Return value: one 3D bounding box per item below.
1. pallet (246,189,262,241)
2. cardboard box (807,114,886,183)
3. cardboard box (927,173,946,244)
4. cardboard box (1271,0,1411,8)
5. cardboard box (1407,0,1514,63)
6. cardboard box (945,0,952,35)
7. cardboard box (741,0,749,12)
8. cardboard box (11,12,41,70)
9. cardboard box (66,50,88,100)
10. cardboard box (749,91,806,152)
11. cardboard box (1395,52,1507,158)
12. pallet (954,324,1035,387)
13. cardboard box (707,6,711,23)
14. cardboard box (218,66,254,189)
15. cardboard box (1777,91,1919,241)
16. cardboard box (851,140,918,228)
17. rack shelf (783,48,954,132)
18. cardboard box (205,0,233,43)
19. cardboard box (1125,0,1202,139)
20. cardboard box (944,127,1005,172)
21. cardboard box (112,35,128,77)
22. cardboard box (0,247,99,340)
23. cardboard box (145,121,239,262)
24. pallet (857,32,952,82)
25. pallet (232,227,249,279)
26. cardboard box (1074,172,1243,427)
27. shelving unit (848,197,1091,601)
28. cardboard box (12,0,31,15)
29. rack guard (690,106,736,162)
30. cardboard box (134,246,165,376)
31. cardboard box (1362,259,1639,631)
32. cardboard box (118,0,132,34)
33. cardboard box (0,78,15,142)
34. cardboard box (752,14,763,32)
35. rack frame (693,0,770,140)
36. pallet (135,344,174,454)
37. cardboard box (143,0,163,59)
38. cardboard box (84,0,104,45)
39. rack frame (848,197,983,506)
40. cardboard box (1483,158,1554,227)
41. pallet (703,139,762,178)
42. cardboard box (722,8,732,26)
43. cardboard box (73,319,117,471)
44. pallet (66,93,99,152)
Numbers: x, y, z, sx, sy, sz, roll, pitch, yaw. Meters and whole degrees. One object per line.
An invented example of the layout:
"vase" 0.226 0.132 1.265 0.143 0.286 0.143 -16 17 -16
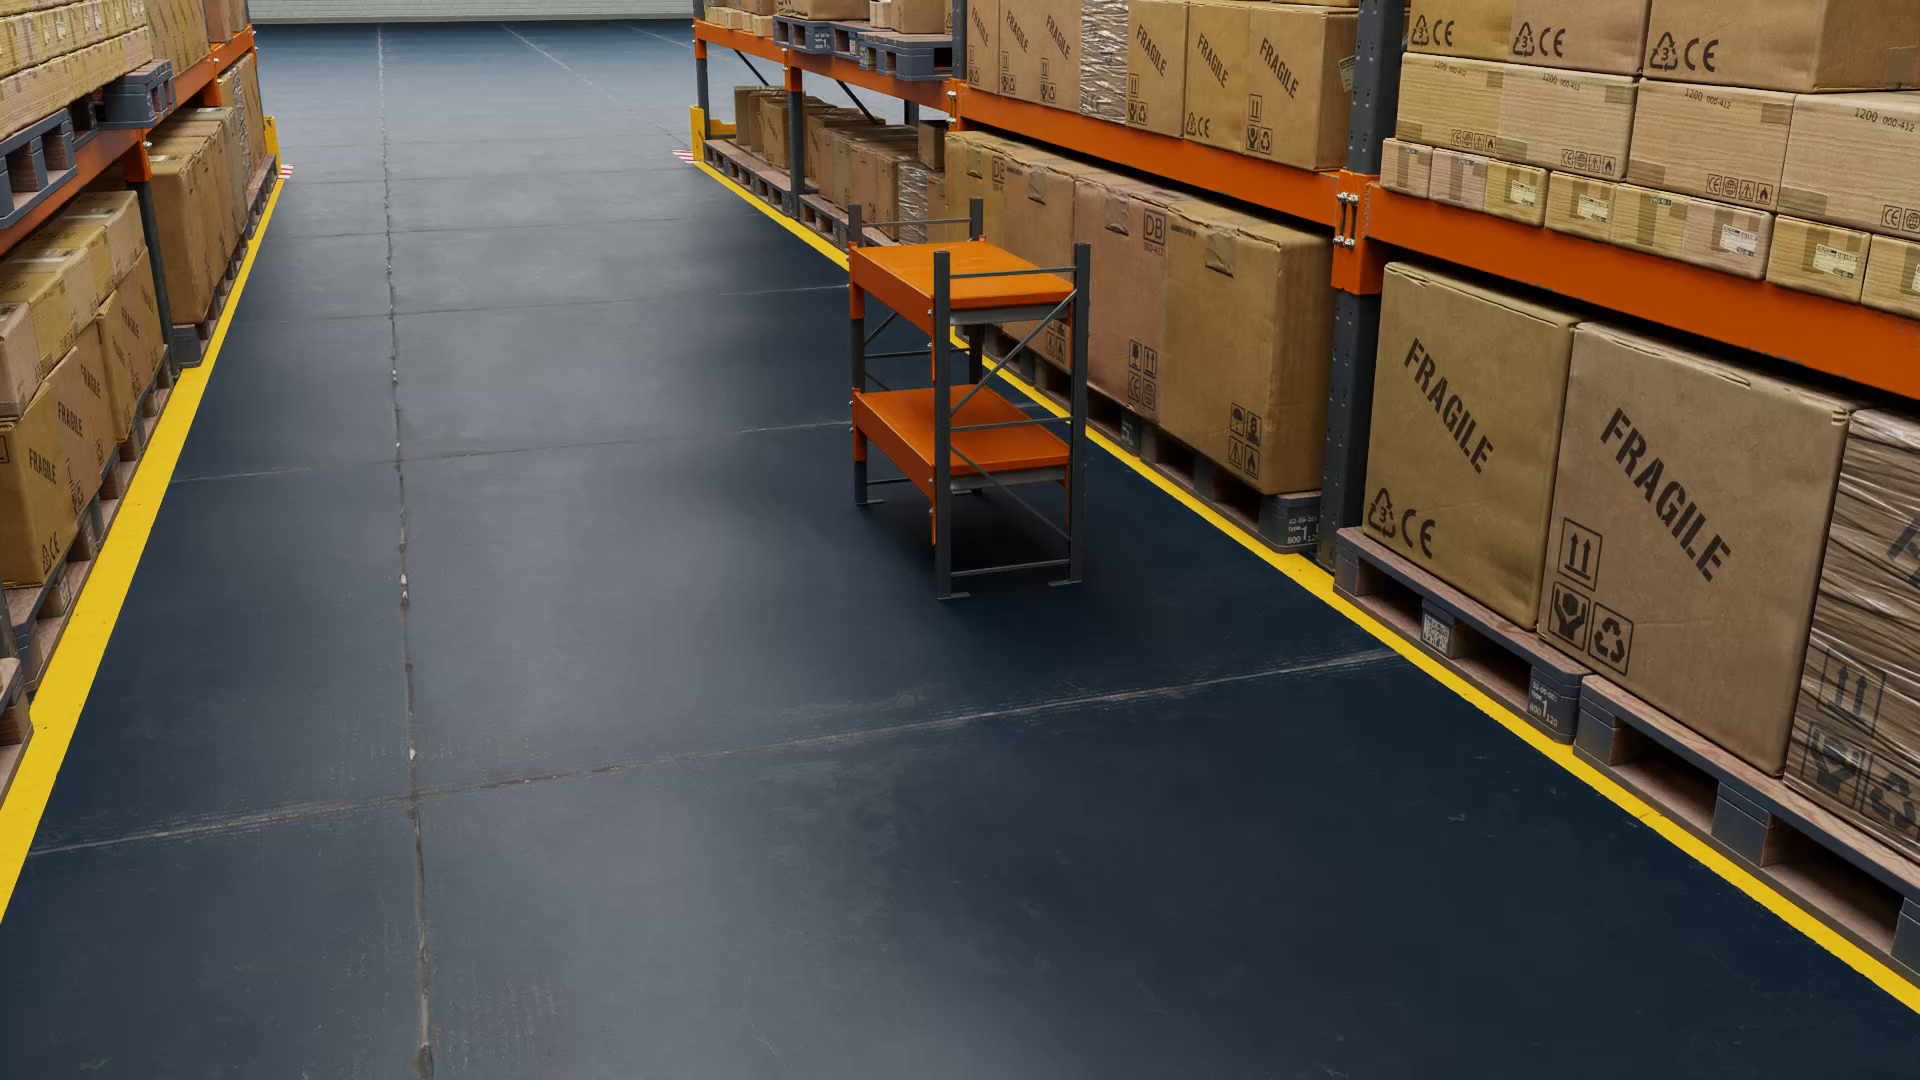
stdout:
"pallet" -5.711 -2.376 12.219 1.003 0.211 1.213 -6 21 -17
"cardboard box" -0.894 -3.084 13.143 0.500 0.500 0.500 -7 21 -19
"cardboard box" 0.222 -1.890 9.789 0.700 0.500 0.500 -8 21 -20
"cardboard box" 1.500 -2.087 5.657 0.797 0.503 0.637 -7 21 -19
"cardboard box" 1.616 -1.605 4.620 0.500 0.500 0.500 -6 21 -17
"cardboard box" 0.243 -3.061 9.231 0.500 0.500 0.500 -9 22 -24
"cardboard box" -1.383 -4.747 14.108 0.875 0.500 0.500 -6 21 -17
"cardboard box" -2.884 -1.429 4.769 0.380 0.149 0.250 -6 21 -16
"cardboard box" -3.135 -1.542 5.522 0.380 0.149 0.250 -7 21 -18
"cardboard box" -1.663 -3.845 15.261 0.500 0.500 0.500 -1 20 -3
"cardboard box" 1.607 -1.254 4.753 0.500 0.250 0.500 -7 21 -18
"pallet" 0.627 -1.074 8.593 1.003 0.211 1.213 -6 21 -17
"cardboard box" -2.140 -4.897 15.484 0.380 0.149 0.250 -6 21 -17
"cardboard box" -5.965 -3.132 12.720 0.875 0.875 0.875 -6 21 -17
"cardboard box" 2.075 -0.769 3.403 0.500 0.250 0.500 -6 21 -17
"cardboard box" -0.325 -2.427 11.284 0.700 0.500 0.500 -8 21 -22
"rack shelf" -0.178 -2.950 10.757 1.077 0.370 4.000 -6 21 -17
"cardboard box" -5.926 -3.984 12.348 0.875 0.550 0.550 -6 21 -17
"cardboard box" 0.982 -1.858 6.504 0.500 0.500 0.500 -7 21 -18
"cardboard box" 0.212 -2.242 9.660 0.500 0.250 0.500 -6 20 -15
"cardboard box" -3.465 -1.880 6.463 0.380 0.149 0.250 -7 21 -18
"cardboard box" -3.339 -0.843 5.793 0.500 0.250 0.500 -6 20 -15
"cardboard box" -4.966 -2.075 9.964 1.050 0.750 0.750 -6 21 -17
"pallet" 0.126 -2.774 9.486 1.213 0.211 1.003 -6 21 -17
"pallet" -5.232 -1.884 10.850 1.003 0.211 1.213 -6 21 -17
"cardboard box" 1.207 -1.051 6.927 1.225 0.875 0.875 -7 21 -19
"shelving unit" 0.002 -0.527 5.720 0.538 1.125 1.048 -6 21 -17
"cardboard box" -2.891 -1.575 4.734 0.380 0.149 0.250 -6 21 -17
"rack guard" -2.039 -4.013 16.351 1.175 0.500 0.348 -6 21 -17
"cardboard box" -3.834 -0.990 7.313 0.500 0.500 0.500 -6 21 -17
"cardboard box" 1.840 -0.341 4.950 0.875 0.875 0.875 -6 21 -17
"cardboard box" -3.531 -2.092 6.614 0.380 0.149 0.250 -6 21 -16
"cardboard box" -2.719 -1.123 4.357 0.380 0.149 0.250 -7 21 -20
"cardboard box" -1.499 -4.257 13.701 0.380 0.149 0.250 -6 21 -17
"rack frame" -2.063 -5.214 15.996 1.000 3.000 0.127 -6 21 -17
"pallet" -4.045 -0.589 7.244 1.003 0.211 1.213 -6 21 -17
"cardboard box" -4.337 -2.535 8.389 0.500 0.500 0.500 -7 21 -18
"cardboard box" -3.294 -1.848 5.934 0.380 0.149 0.250 -6 21 -16
"rack frame" -0.158 -0.690 6.174 0.500 1.125 0.032 -6 21 -17
"cardboard box" 1.652 -0.946 4.485 0.380 0.149 0.250 -6 21 -15
"pallet" -1.818 -3.613 15.663 1.003 0.211 1.213 -6 21 -17
"cardboard box" -1.905 -4.656 14.814 0.380 0.149 0.250 -6 21 -17
"cardboard box" -3.358 -0.492 5.924 0.500 0.500 0.500 -6 21 -16
"pallet" -3.628 -1.431 5.748 1.003 0.211 1.213 -6 21 -17
